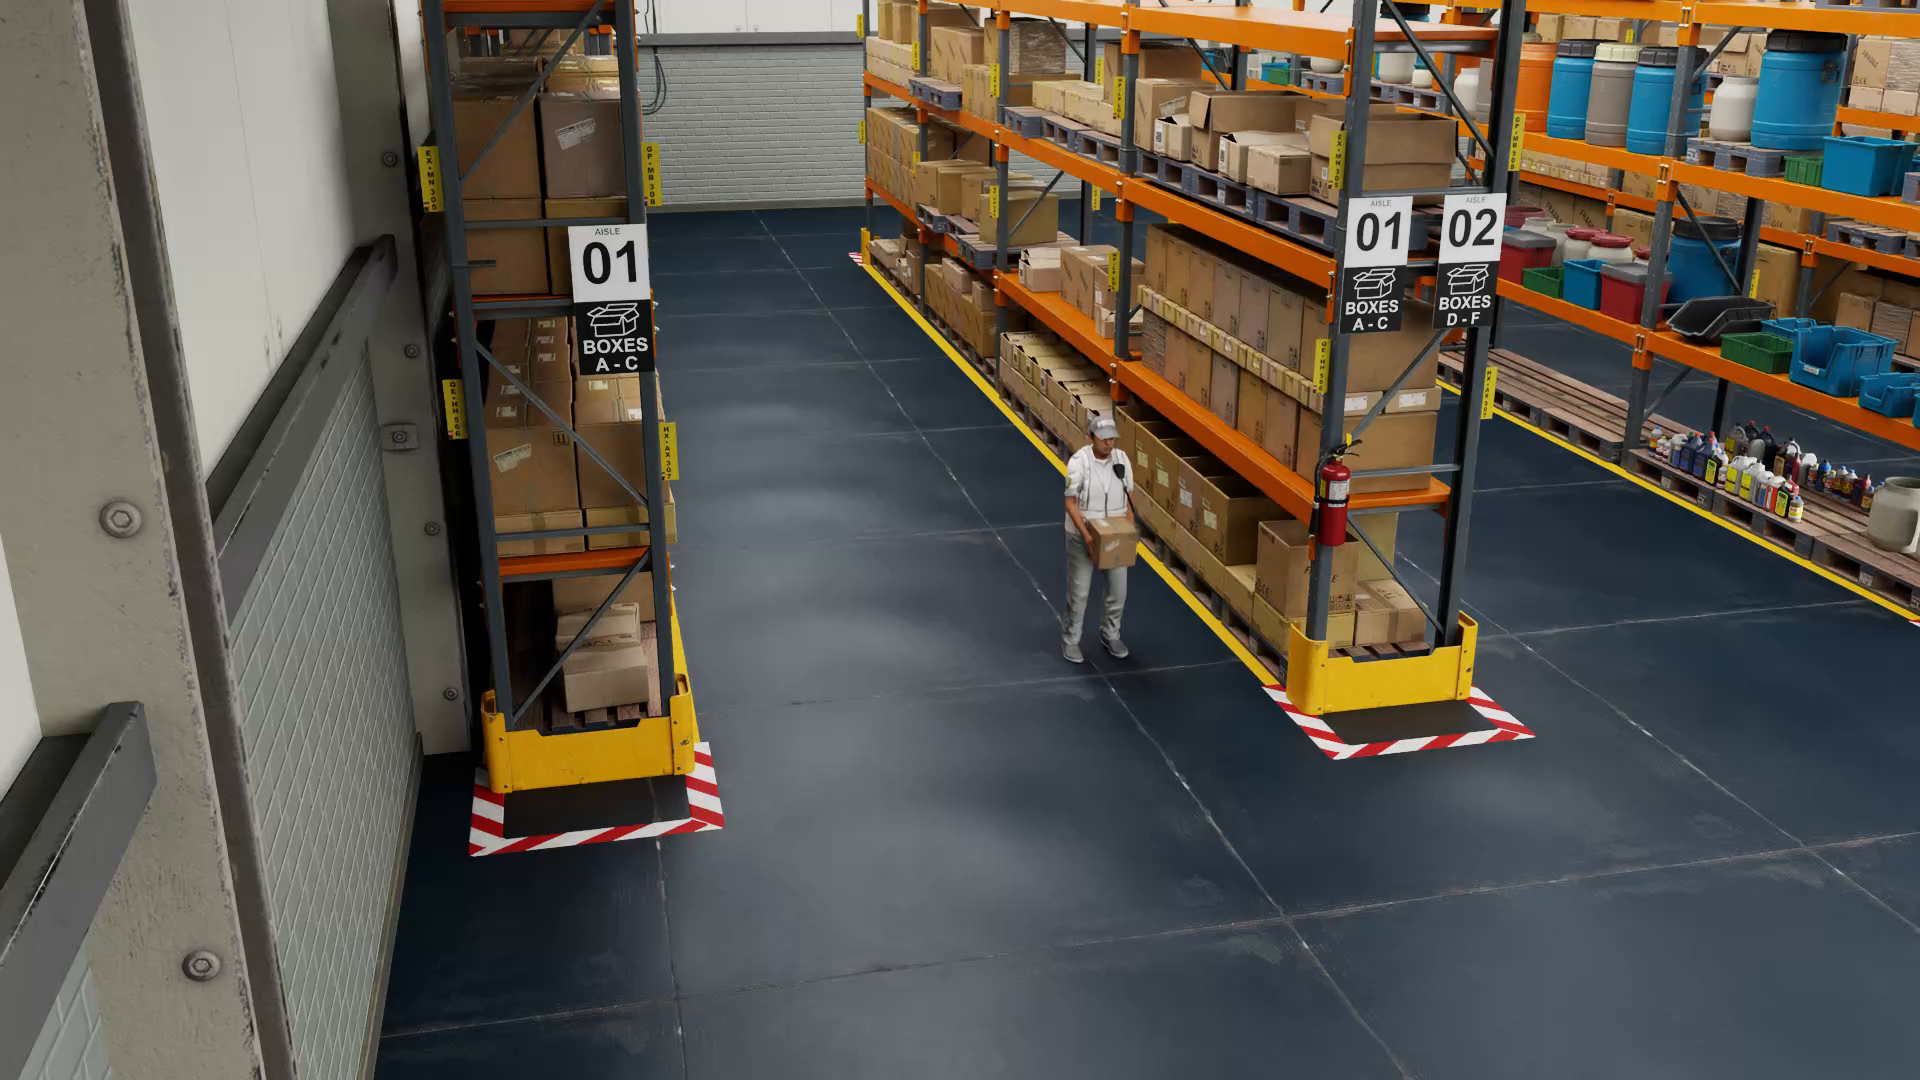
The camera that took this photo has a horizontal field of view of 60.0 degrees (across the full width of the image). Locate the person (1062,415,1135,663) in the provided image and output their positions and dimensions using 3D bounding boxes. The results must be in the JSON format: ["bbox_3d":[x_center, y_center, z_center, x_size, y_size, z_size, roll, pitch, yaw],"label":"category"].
[{"bbox_3d":[0.935,-0.014,11.094,0.493,1.671,0.491,-5,20,-14],"label":"person"}]
